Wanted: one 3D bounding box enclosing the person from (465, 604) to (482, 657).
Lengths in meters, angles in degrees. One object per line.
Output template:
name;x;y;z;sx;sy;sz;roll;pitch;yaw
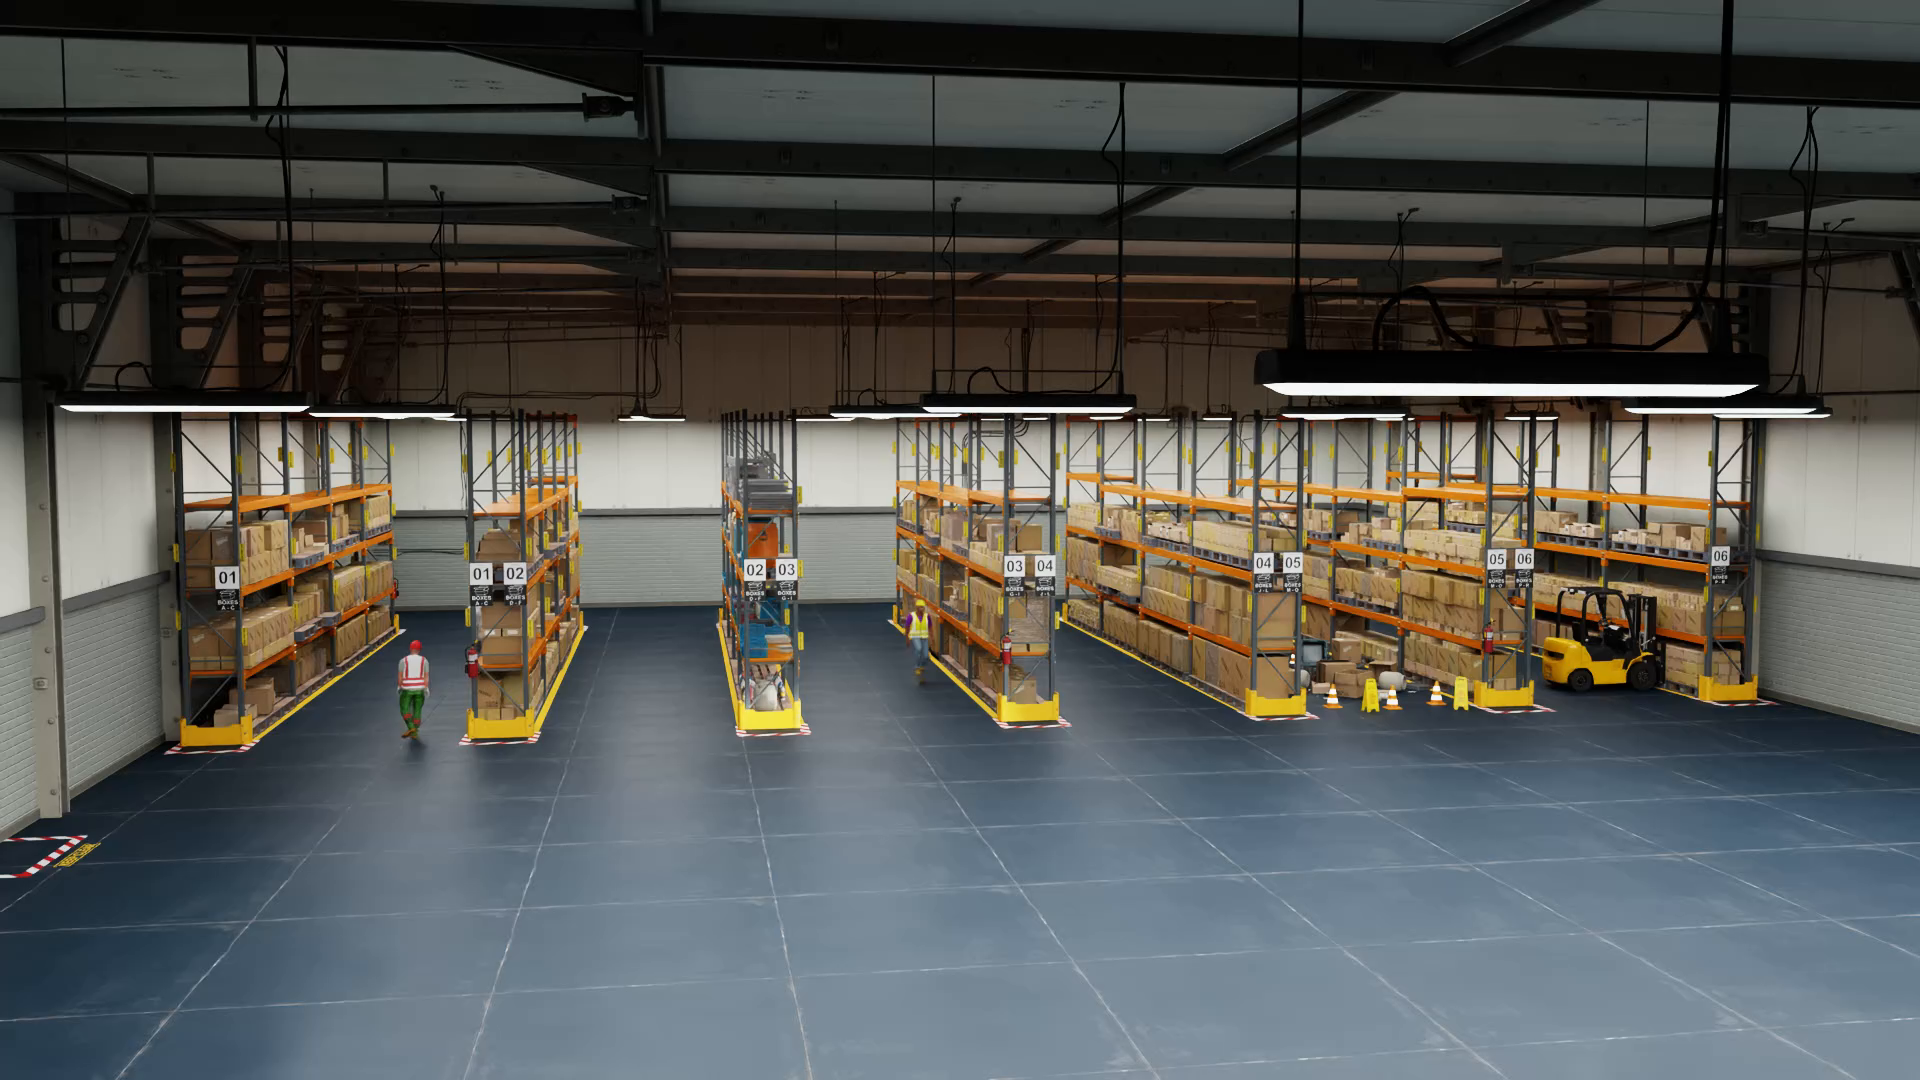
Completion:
person;-11.812;2.085;40.745;0.513;1.602;0.732;0;4;0

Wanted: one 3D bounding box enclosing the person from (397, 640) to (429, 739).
person;-9.896;2.721;30.136;0.562;1.783;0.608;-2;4;-23

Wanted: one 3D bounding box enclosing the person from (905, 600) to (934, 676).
person;-0.853;2.137;36.608;0.595;1.606;0.680;-1;4;-18
